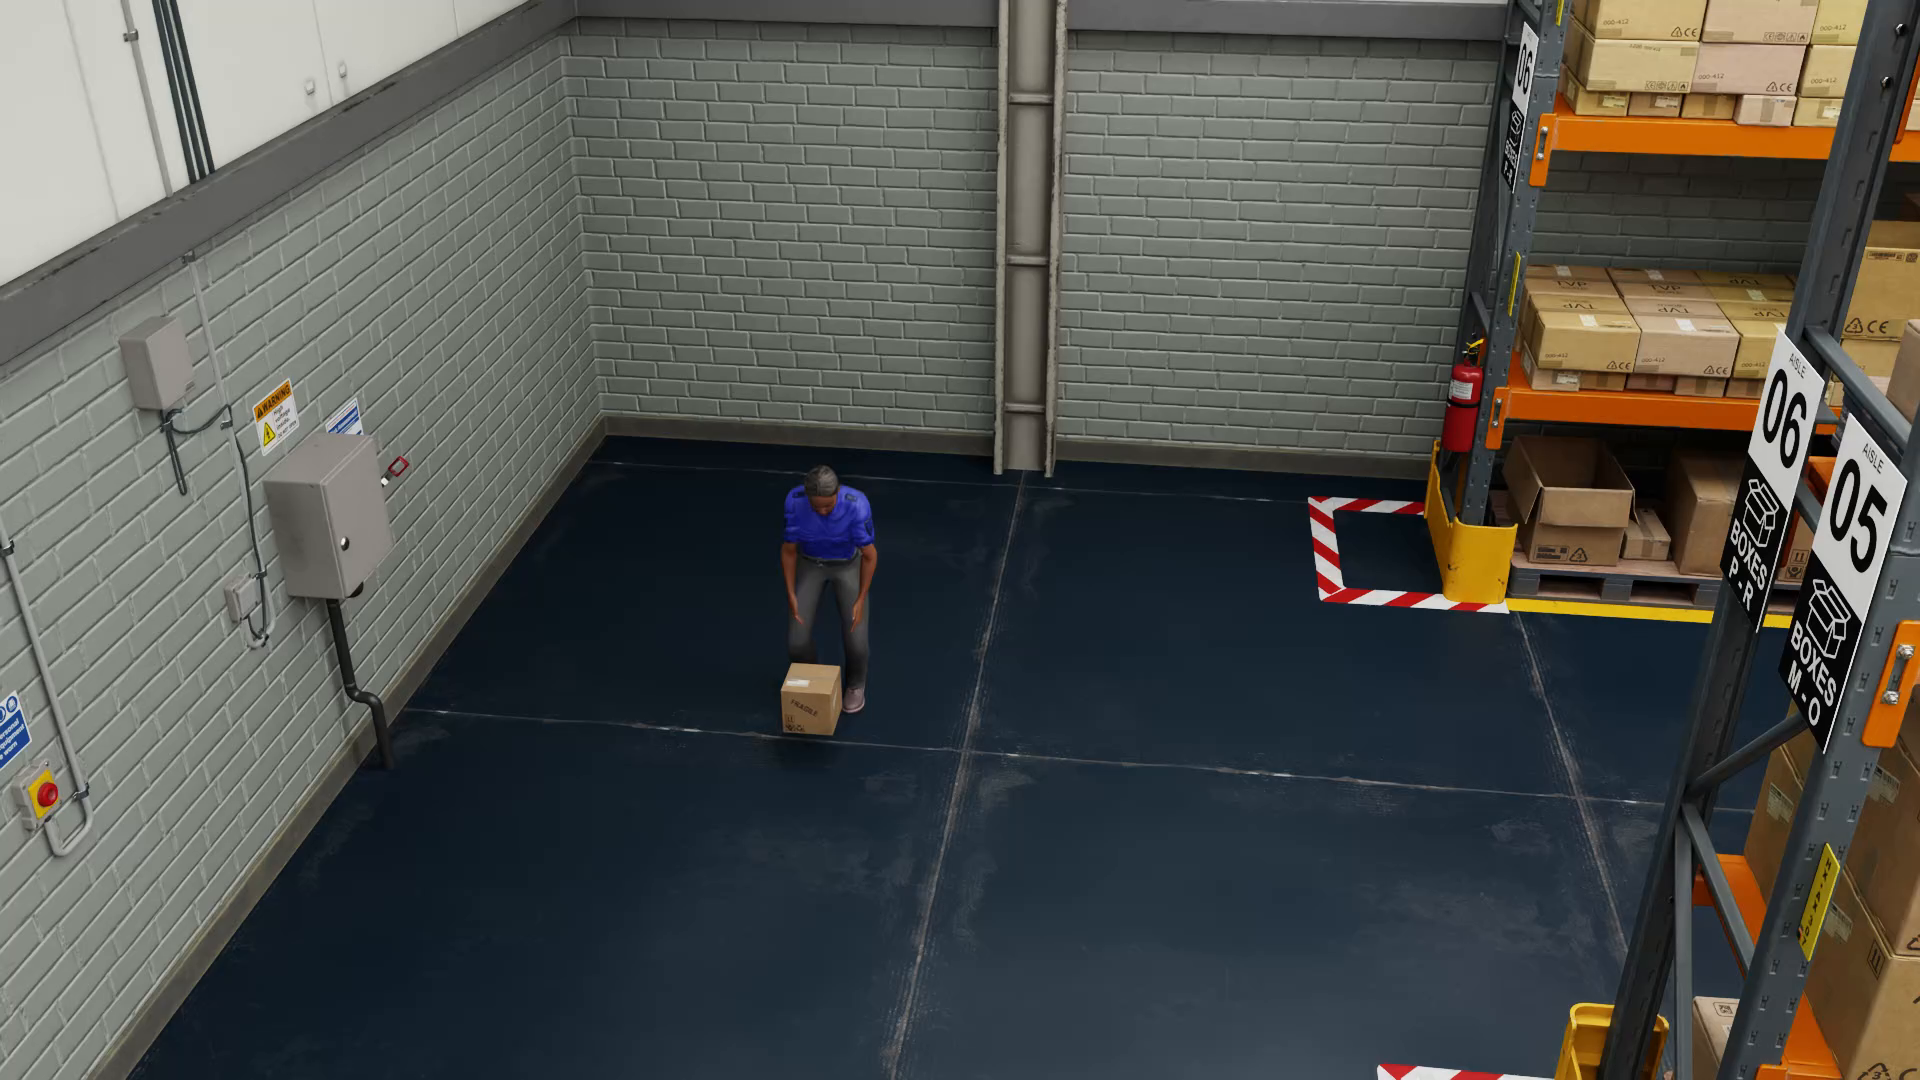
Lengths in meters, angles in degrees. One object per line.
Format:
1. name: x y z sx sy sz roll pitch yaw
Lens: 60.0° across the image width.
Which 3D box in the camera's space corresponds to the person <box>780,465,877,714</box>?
1. person: -0.647 0.219 8.443 0.490 1.465 0.556 4 29 7
